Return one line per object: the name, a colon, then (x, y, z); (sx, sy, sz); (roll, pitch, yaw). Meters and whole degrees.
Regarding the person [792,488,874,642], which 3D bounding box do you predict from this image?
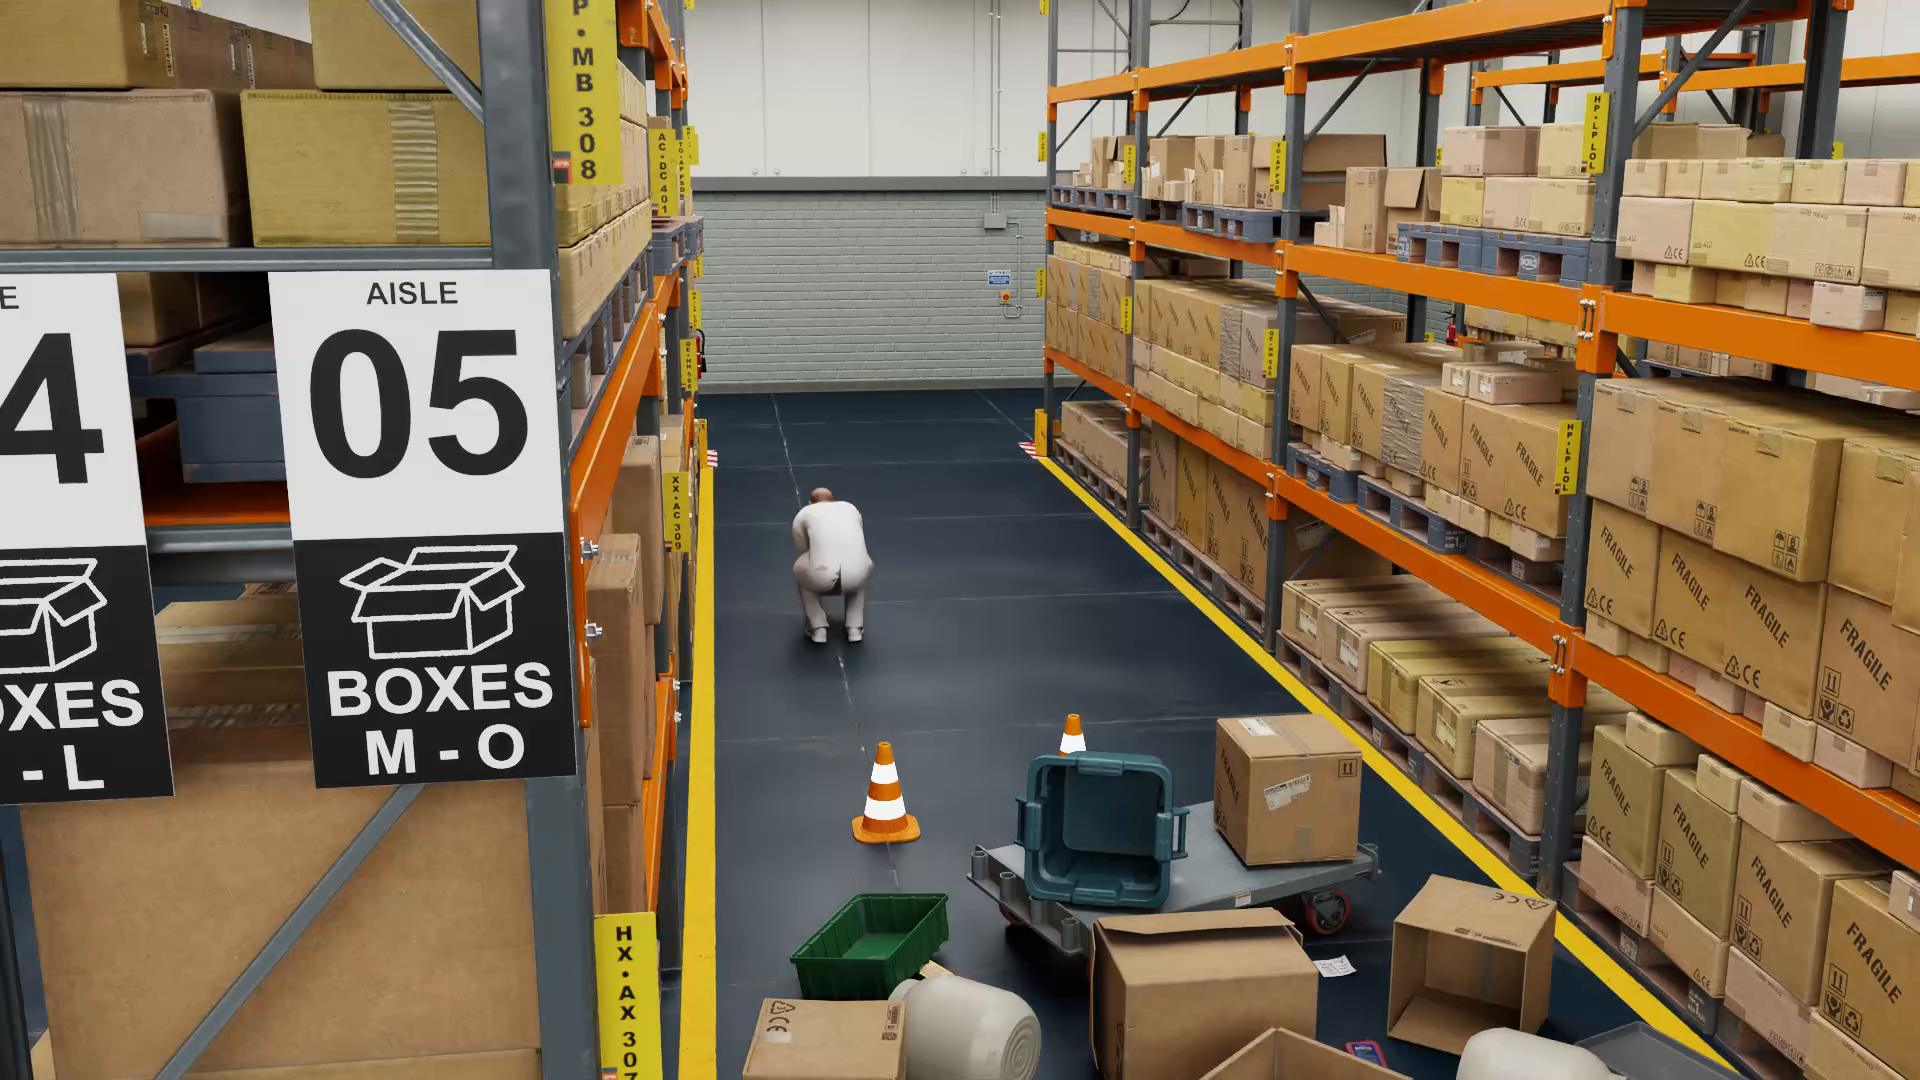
person: (-0.921, 0.179, 11.992); (0.584, 0.995, 0.950); (-2, 13, -10)
